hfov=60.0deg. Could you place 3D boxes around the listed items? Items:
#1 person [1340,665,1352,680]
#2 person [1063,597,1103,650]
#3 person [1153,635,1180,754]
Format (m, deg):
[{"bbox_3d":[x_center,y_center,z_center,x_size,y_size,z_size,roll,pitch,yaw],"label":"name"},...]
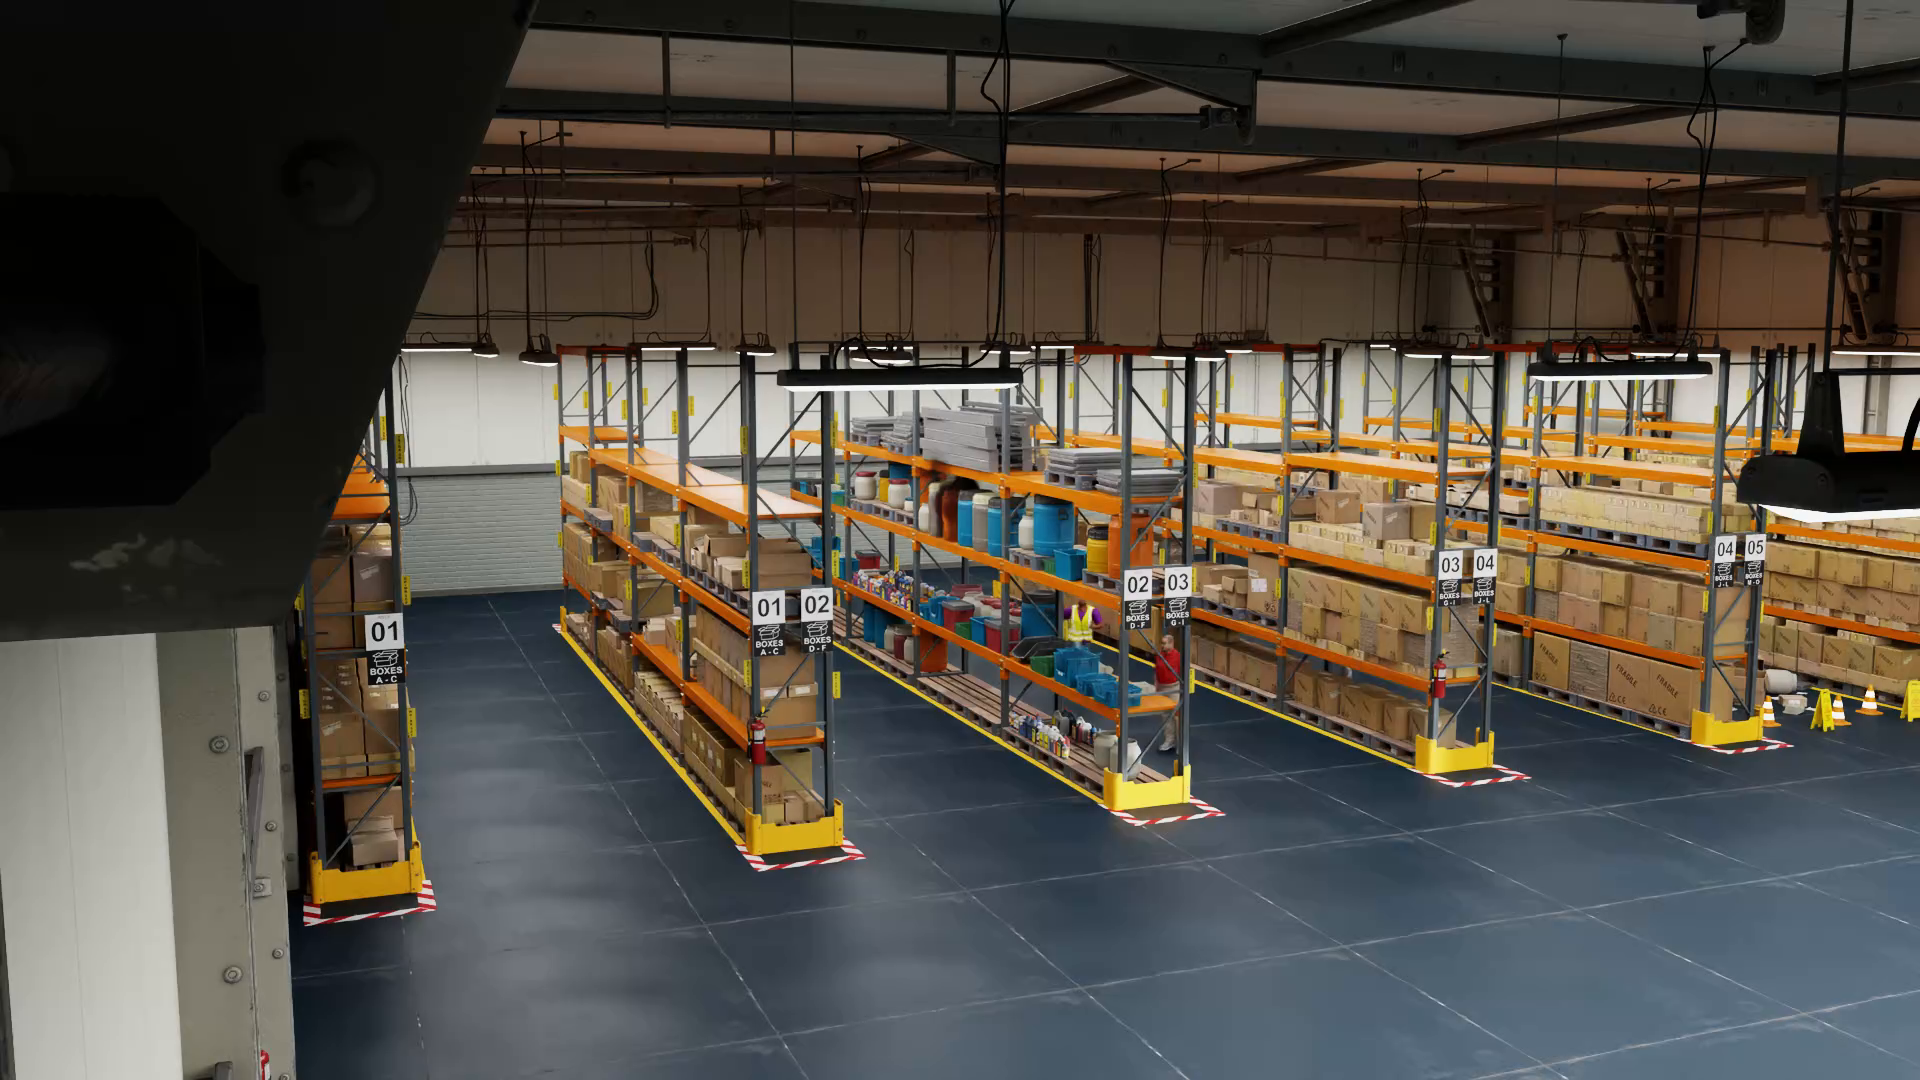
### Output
[{"bbox_3d":[6.777,1.828,29.302,0.371,1.602,0.483,-1,7,-5],"label":"person"},{"bbox_3d":[2.148,1.740,28.823,0.654,1.731,1.015,-3,8,-21],"label":"person"},{"bbox_3d":[3.159,2.315,25.049,0.622,1.775,0.387,6,9,37],"label":"person"}]
